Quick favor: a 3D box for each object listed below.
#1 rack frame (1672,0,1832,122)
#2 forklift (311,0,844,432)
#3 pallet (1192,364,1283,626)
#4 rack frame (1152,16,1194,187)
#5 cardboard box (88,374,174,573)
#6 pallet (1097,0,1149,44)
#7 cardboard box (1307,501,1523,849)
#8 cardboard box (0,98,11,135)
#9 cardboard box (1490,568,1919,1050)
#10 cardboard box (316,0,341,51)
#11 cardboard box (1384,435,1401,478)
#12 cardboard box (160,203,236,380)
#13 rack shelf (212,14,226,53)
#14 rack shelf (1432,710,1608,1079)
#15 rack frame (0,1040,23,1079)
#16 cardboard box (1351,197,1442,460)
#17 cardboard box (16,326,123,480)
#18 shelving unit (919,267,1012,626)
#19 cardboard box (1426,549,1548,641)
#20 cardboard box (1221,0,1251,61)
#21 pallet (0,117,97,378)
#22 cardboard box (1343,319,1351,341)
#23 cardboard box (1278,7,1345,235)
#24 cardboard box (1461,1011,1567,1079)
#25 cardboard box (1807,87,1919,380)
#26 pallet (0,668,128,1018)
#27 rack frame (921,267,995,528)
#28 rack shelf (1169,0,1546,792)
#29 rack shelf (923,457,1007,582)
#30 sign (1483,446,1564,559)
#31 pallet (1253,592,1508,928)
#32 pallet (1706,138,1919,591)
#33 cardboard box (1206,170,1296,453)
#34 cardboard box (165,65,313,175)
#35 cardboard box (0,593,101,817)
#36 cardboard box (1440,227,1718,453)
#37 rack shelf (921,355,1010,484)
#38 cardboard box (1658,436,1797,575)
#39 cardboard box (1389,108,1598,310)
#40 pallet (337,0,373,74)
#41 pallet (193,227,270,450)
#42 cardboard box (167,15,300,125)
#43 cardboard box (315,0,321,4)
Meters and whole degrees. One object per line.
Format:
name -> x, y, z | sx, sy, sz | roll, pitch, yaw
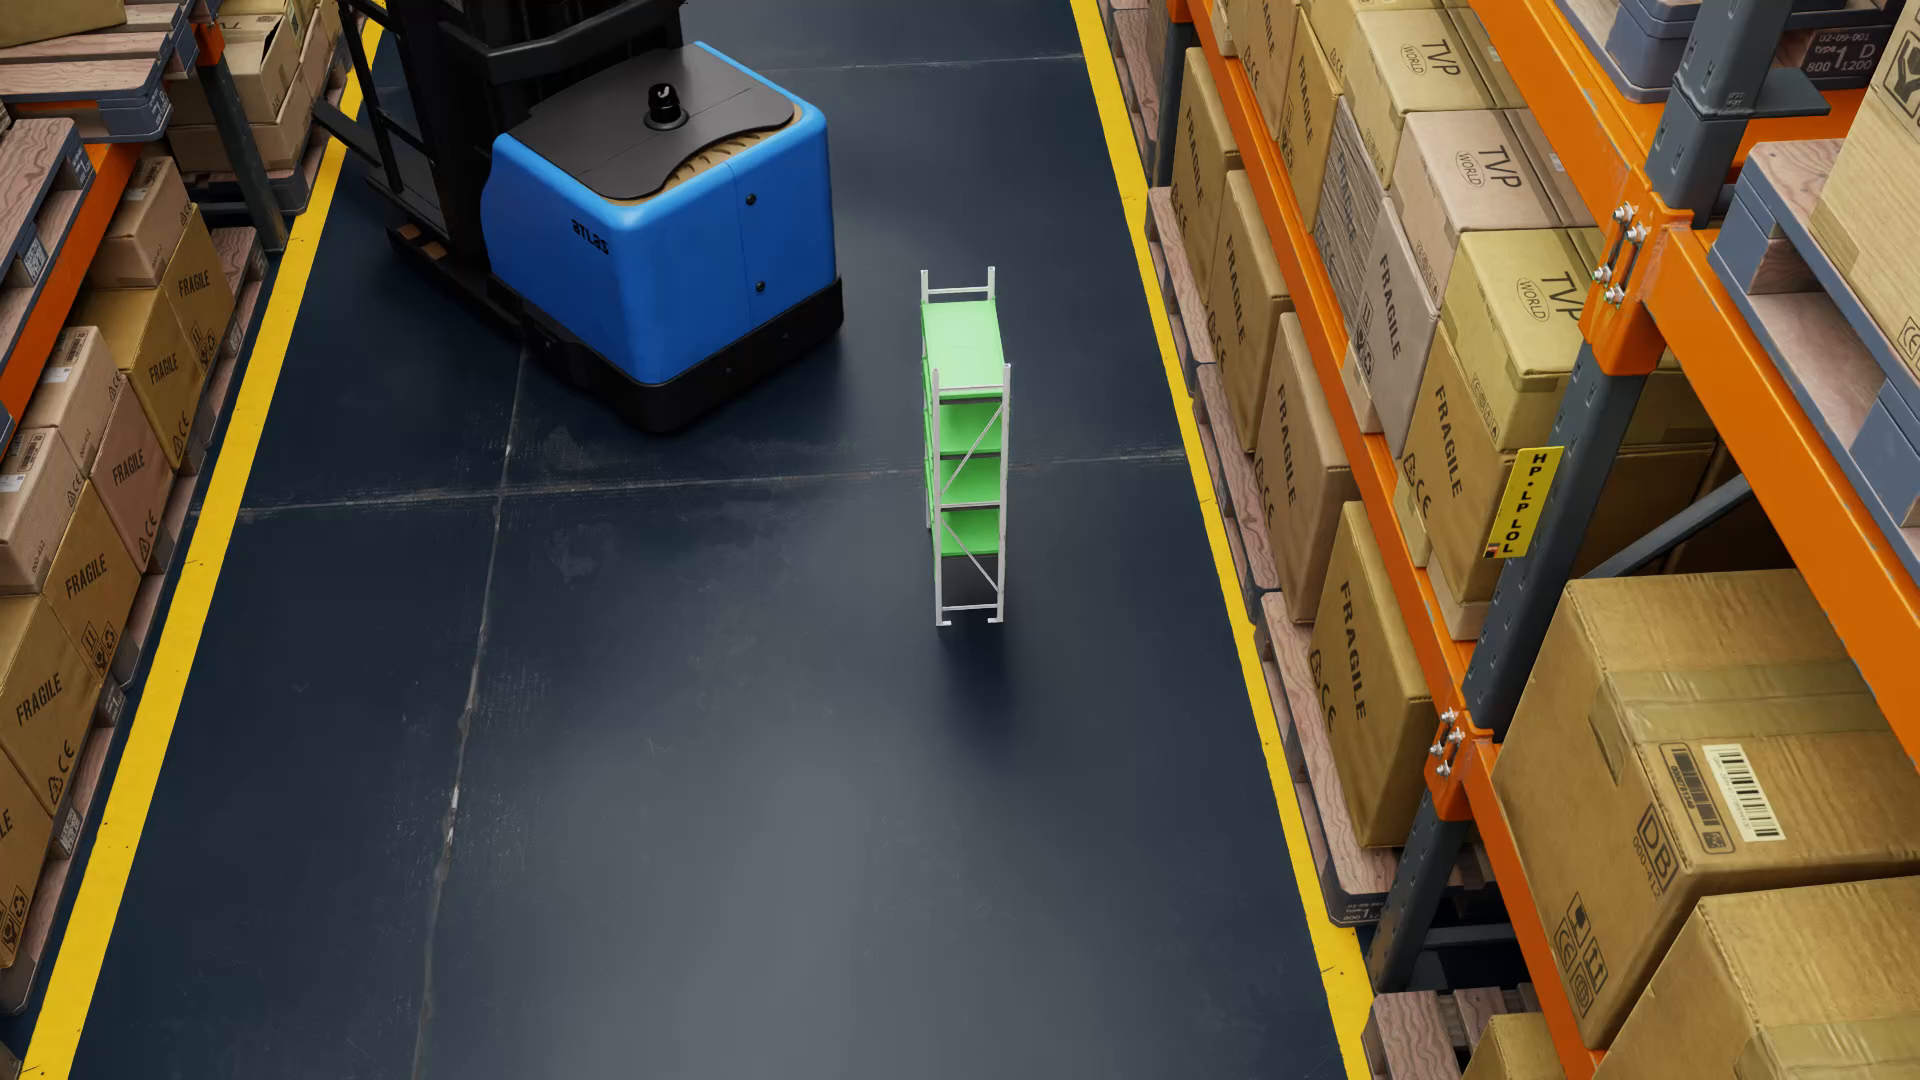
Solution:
rack frame -> 1.731, -1.808, 1.764 | 1.000, 3.000, 0.127 | -3, 47, -3
forklift -> -1.894, -2.393, 6.498 | 3.031, 2.935, 1.130 | 36, 56, 29
pallet -> 1.486, -0.224, 6.317 | 1.003, 0.211, 1.213 | -3, 47, -3
rack frame -> 1.396, -2.639, 6.683 | 1.000, 3.000, 0.127 | -3, 47, -3
cardboard box -> -3.134, -0.211, 5.802 | 0.500, 0.500, 0.500 | -5, 47, -5
pallet -> 1.233, -3.126, 9.065 | 1.003, 0.211, 1.213 | -3, 47, -3
cardboard box -> 1.547, 0.388, 5.008 | 0.750, 0.750, 0.750 | -3, 47, -3
cardboard box -> -3.488, -1.392, 5.144 | 0.700, 0.500, 0.500 | 4, 47, 4
cardboard box -> 1.760, 0.546, 3.461 | 0.980, 0.700, 0.700 | -3, 47, -3
cardboard box -> -3.383, -2.670, 8.317 | 0.500, 0.250, 0.500 | -5, 47, -4
cardboard box -> 1.399, -0.264, 4.593 | 0.380, 0.149, 0.250 | -2, 47, -2
cardboard box -> -3.227, -0.964, 6.516 | 0.500, 0.500, 0.500 | -2, 47, -2
rack shelf -> -3.707, -3.535, 8.027 | 1.077, 0.370, 4.000 | -3, 47, -3
rack shelf -> 1.899, 1.950, 2.833 | 1.077, 0.370, 4.000 | -3, 47, -3
rack frame -> -3.205, 0.559, 3.655 | 1.000, 3.000, 0.127 | -3, 47, -3
cardboard box -> 1.389, -0.575, 4.442 | 0.500, 0.500, 0.500 | -3, 47, -3
cardboard box -> -3.129, -0.442, 5.505 | 0.500, 0.250, 0.500 | -4, 47, -4
shelving unit -> 0.014, -0.293, 5.701 | 0.258, 1.200, 0.503 | -3, 47, -3
cardboard box -> 1.421, 0.107, 4.242 | 0.380, 0.149, 0.250 | -3, 47, -3
cardboard box -> 1.217, -2.036, 5.825 | 0.500, 0.500, 0.500 | -2, 47, -2
pallet -> -3.372, -0.862, 5.133 | 1.003, 0.211, 1.213 | -3, 47, -3
cardboard box -> 1.364, -0.632, 4.942 | 0.380, 0.149, 0.250 | -3, 47, -3
cardboard box -> 1.308, -1.300, 5.128 | 0.500, 0.500, 0.500 | -2, 47, -2
cardboard box -> 1.692, 1.518, 4.179 | 0.700, 0.500, 0.500 | -3, 47, -3
cardboard box -> 1.526, -0.387, 2.230 | 0.500, 0.250, 0.500 | -4, 47, -3
pallet -> -3.311, 0.932, 5.222 | 1.003, 0.211, 1.213 | -3, 47, -3
rack frame -> -0.007, -0.469, 5.868 | 0.240, 1.200, 0.015 | -3, 47, -3
rack shelf -> 1.564, -0.944, 5.574 | 1.077, 0.370, 4.000 | -3, 47, -3
rack shelf -> 0.014, -0.084, 5.922 | 0.258, 0.148, 0.480 | -3, 47, -3
sign -> 1.191, -0.076, 3.513 | 0.100, 0.325, 0.005 | -3, 47, -3
pallet -> 1.592, 0.660, 5.479 | 1.003, 0.211, 1.213 | -3, 47, -3
pallet -> 1.789, -0.153, 2.324 | 1.003, 0.211, 1.213 | -3, 47, -3
cardboard box -> 1.394, -0.870, 6.199 | 0.750, 0.750, 0.750 | -4, 47, -3
cardboard box -> -3.291, -1.931, 7.617 | 0.500, 0.250, 0.500 | -4, 47, -3
cardboard box -> -3.058, 0.517, 5.113 | 0.500, 0.500, 0.500 | -3, 47, -3
cardboard box -> 1.437, -0.468, 3.824 | 0.500, 0.250, 0.500 | -2, 47, -2
rack shelf -> 0.014, -0.414, 5.573 | 0.258, 0.148, 0.480 | -3, 47, -3
cardboard box -> 1.944, -0.236, 4.120 | 0.500, 0.500, 0.500 | -5, 47, -5
cardboard box -> 1.404, -0.839, 4.175 | 0.500, 0.250, 0.500 | -3, 47, -2
pallet -> -3.669, -2.855, 8.808 | 1.003, 0.211, 1.213 | -3, 47, -3
pallet -> -3.515, -0.834, 6.894 | 1.003, 0.211, 1.213 | -3, 47, -3
cardboard box -> -3.291, -2.123, 7.413 | 0.500, 0.311, 0.500 | -2, 47, -2
cardboard box -> -3.384, -2.872, 8.123 | 0.500, 0.311, 0.500 | -5, 47, -4
